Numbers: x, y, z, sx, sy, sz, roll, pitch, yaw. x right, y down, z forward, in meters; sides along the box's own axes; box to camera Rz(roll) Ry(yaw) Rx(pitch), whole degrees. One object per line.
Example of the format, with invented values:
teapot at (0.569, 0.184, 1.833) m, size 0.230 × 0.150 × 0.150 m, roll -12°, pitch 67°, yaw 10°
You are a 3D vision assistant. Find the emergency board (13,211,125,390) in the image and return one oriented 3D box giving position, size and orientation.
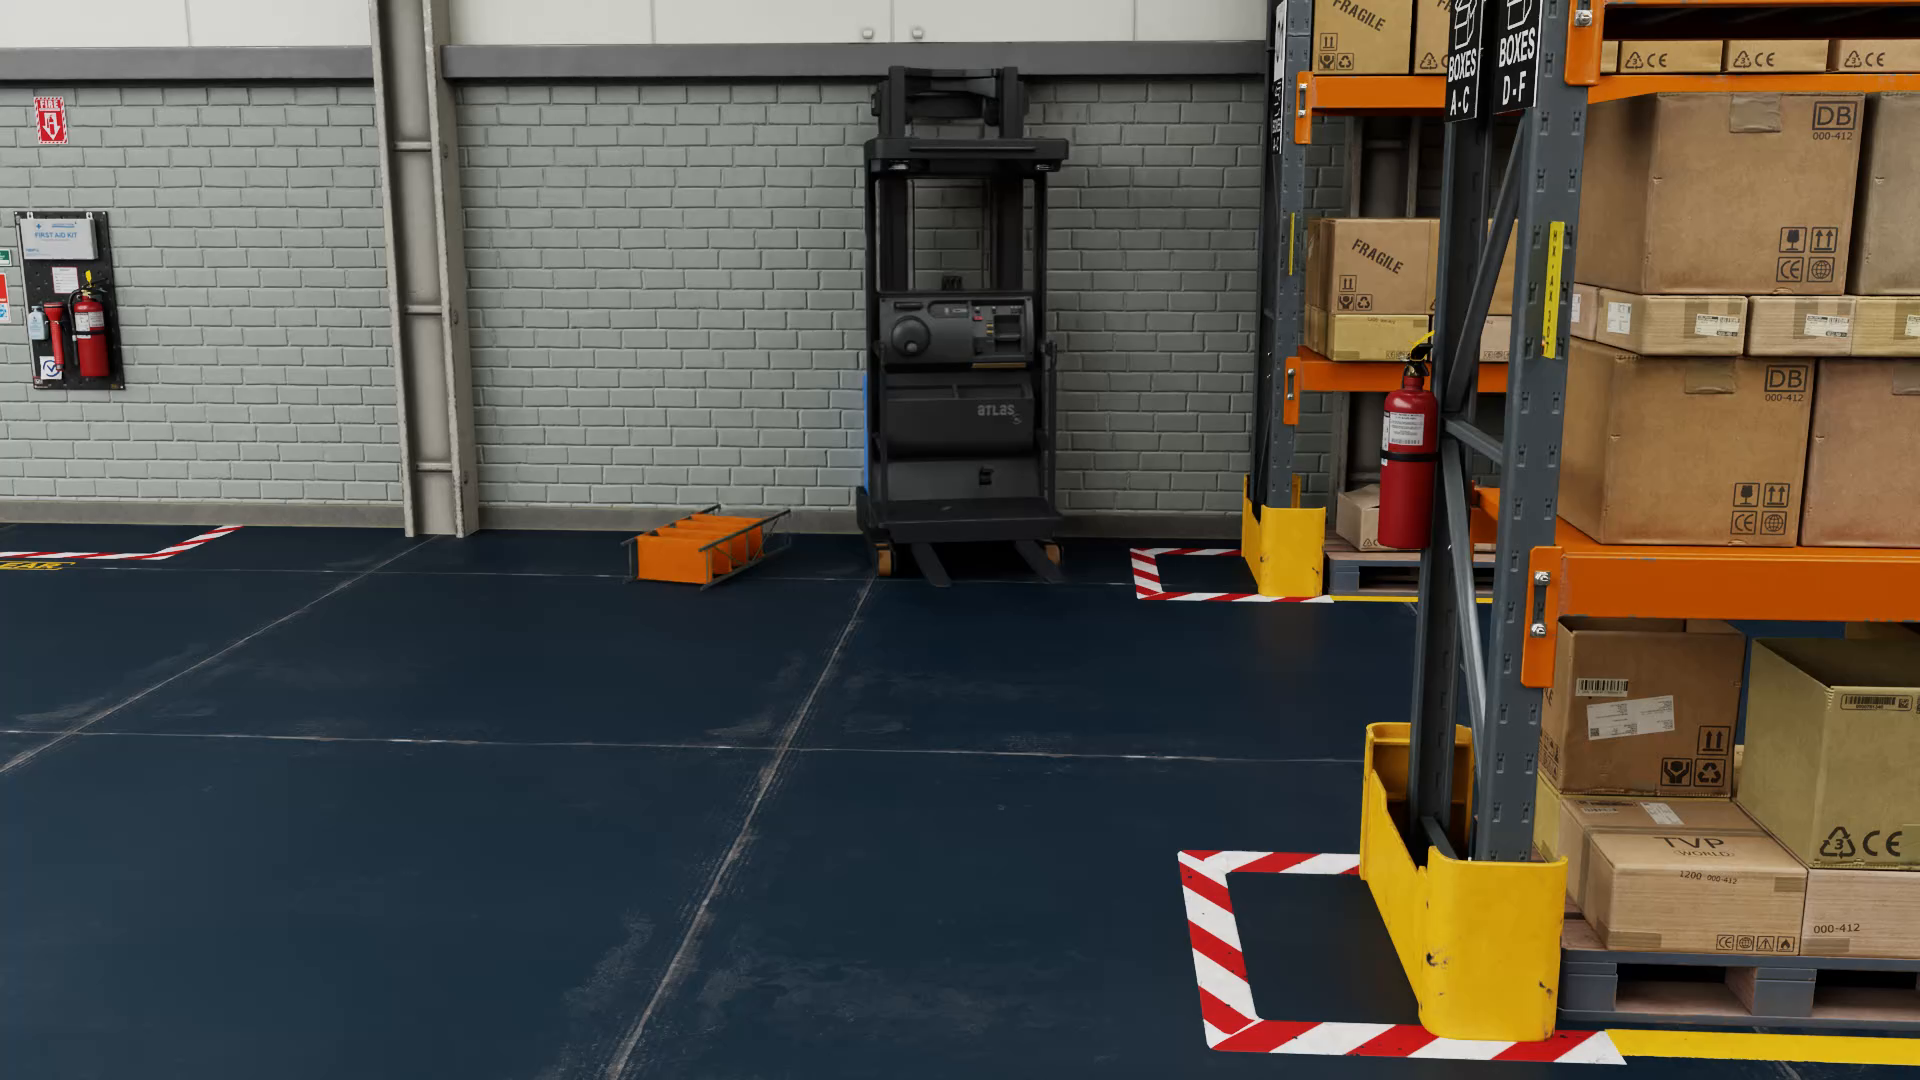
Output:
emergency board at (-5.884, -1.561, 10.905) m, size 0.643 × 1.169 × 0.194 m, roll 1°, pitch 12°, yaw 4°

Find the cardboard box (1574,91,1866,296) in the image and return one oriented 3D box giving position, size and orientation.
cardboard box at (2.000, -0.932, 4.487) m, size 0.500 × 0.500 × 0.700 m, roll 1°, pitch 12°, yaw 4°

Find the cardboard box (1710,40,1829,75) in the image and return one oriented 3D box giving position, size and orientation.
cardboard box at (4.221, -2.708, 8.770) m, size 0.500 × 0.500 × 0.500 m, roll 0°, pitch 12°, yaw 2°

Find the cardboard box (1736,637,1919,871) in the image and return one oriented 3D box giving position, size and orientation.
cardboard box at (2.501, 0.574, 4.555) m, size 0.500 × 0.500 × 0.500 m, roll 1°, pitch 12°, yaw 4°

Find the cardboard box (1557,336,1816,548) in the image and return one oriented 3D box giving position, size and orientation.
cardboard box at (1.947, -0.298, 4.623) m, size 0.500 × 0.500 × 0.700 m, roll 1°, pitch 12°, yaw 4°

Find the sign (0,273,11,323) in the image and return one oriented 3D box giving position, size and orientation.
sign at (-6.429, -1.607, 11.038) m, size 0.234 × 0.329 × 0.001 m, roll 1°, pitch 12°, yaw 4°

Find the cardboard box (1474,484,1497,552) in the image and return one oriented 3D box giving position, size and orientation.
cardboard box at (3.062, -0.134, 9.574) m, size 0.500 × 0.311 × 0.500 m, roll 2°, pitch 12°, yaw 8°

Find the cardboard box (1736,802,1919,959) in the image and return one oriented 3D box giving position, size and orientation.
cardboard box at (2.501, 0.941, 4.633) m, size 0.500 × 0.250 × 0.500 m, roll 1°, pitch 12°, yaw 4°

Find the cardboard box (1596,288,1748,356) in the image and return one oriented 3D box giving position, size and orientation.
cardboard box at (1.859, -0.575, 4.364) m, size 0.250 × 0.149 × 0.380 m, roll 1°, pitch 12°, yaw 3°

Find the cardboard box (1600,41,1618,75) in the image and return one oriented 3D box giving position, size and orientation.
cardboard box at (3.178, -2.721, 8.829) m, size 0.500 × 0.500 × 0.500 m, roll 1°, pitch 12°, yaw 6°

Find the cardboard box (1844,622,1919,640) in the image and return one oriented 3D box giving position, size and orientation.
cardboard box at (3.036, 0.472, 5.042) m, size 0.500 × 0.500 × 0.500 m, roll 1°, pitch 12°, yaw 4°

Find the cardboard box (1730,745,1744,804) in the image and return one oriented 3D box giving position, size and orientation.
cardboard box at (2.536, 0.834, 5.147) m, size 0.500 × 0.250 × 0.500 m, roll 1°, pitch 12°, yaw 4°

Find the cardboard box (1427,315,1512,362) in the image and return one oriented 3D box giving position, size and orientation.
cardboard box at (2.794, -1.131, 9.166) m, size 0.500 × 0.250 × 0.500 m, roll 0°, pitch 12°, yaw 2°

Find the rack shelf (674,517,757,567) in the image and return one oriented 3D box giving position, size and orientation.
rack shelf at (-1.462, 0.015, 9.960) m, size 0.480 × 0.258 × 0.148 m, roll 4°, pitch 13°, yaw 18°

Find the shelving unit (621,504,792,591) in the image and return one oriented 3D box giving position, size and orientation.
shelving unit at (-1.484, 0.028, 9.897) m, size 0.503 × 0.258 × 1.200 m, roll 4°, pitch 13°, yaw 18°

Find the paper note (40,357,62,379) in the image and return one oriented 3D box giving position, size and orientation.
paper note at (-6.056, -1.146, 11.074) m, size 0.142 × 0.148 × 0.016 m, roll 1°, pitch 12°, yaw 4°

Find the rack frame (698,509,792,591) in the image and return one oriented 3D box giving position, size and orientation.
rack frame at (-1.253, 0.044, 9.820) m, size 0.015 × 0.240 × 1.200 m, roll 4°, pitch 13°, yaw 18°

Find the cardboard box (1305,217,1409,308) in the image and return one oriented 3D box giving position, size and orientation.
cardboard box at (2.294, -1.611, 9.628) m, size 0.500 × 0.500 × 0.500 m, roll 1°, pitch 12°, yaw 3°

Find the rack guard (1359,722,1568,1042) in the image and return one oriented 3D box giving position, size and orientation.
rack guard at (1.458, 0.965, 4.934) m, size 0.348 × 0.500 × 1.175 m, roll 1°, pitch 12°, yaw 4°

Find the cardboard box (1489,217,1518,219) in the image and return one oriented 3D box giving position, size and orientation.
cardboard box at (3.312, -1.596, 9.555) m, size 0.500 × 0.500 × 0.500 m, roll 0°, pitch 12°, yaw 2°

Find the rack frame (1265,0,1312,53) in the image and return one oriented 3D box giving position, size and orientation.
rack frame at (1.809, -4.207, 8.900) m, size 0.127 × 3.000 × 1.000 m, roll 1°, pitch 12°, yaw 4°

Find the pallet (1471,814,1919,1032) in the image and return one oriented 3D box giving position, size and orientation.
pallet at (2.248, 1.109, 4.953) m, size 1.213 × 0.211 × 1.003 m, roll 1°, pitch 12°, yaw 4°

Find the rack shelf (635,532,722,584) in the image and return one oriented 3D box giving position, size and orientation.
rack shelf at (-1.612, 0.107, 9.534) m, size 0.480 × 0.258 × 0.148 m, roll 4°, pitch 13°, yaw 18°

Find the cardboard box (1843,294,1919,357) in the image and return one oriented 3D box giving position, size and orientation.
cardboard box at (2.372, -0.568, 4.331) m, size 0.250 × 0.149 × 0.380 m, roll 1°, pitch 12°, yaw 4°

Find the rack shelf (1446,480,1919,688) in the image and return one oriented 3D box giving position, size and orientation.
rack shelf at (3.478, 0.121, 4.619) m, size 4.000 × 0.370 × 1.077 m, roll 1°, pitch 12°, yaw 4°

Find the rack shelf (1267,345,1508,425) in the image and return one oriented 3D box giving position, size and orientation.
rack shelf at (3.805, -0.891, 9.457) m, size 4.000 × 0.370 × 1.077 m, roll 1°, pitch 12°, yaw 4°

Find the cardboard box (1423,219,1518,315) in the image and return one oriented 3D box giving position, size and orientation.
cardboard box at (2.758, -1.497, 9.084) m, size 0.500 × 0.500 × 0.500 m, roll 1°, pitch 12°, yaw 4°

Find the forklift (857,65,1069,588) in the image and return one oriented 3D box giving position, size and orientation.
forklift at (0.013, -1.293, 9.792) m, size 1.130 × 2.935 × 3.031 m, roll -2°, pitch 12°, yaw -8°

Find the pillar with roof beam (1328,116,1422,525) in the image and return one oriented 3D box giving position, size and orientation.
pillar with roof beam at (2.278, -3.494, 5.495) m, size 0.400 × 9.000 × 9.100 m, roll 1°, pitch 12°, yaw 4°

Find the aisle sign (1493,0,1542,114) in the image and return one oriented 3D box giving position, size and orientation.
aisle sign at (1.396, -1.469, 4.115) m, size 0.004 × 0.787 × 0.394 m, roll 1°, pitch 12°, yaw 4°

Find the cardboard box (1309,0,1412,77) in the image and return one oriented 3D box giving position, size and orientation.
cardboard box at (2.126, -2.742, 8.929) m, size 0.500 × 0.500 × 0.500 m, roll 1°, pitch 12°, yaw 5°

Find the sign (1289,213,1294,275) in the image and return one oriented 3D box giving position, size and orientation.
sign at (1.773, -1.583, 8.896) m, size 0.005 × 0.325 × 0.100 m, roll 1°, pitch 12°, yaw 4°

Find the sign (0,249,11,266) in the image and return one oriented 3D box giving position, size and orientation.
sign at (-6.425, -1.865, 10.975) m, size 0.331 × 0.109 × 0.001 m, roll 1°, pitch 12°, yaw 4°
